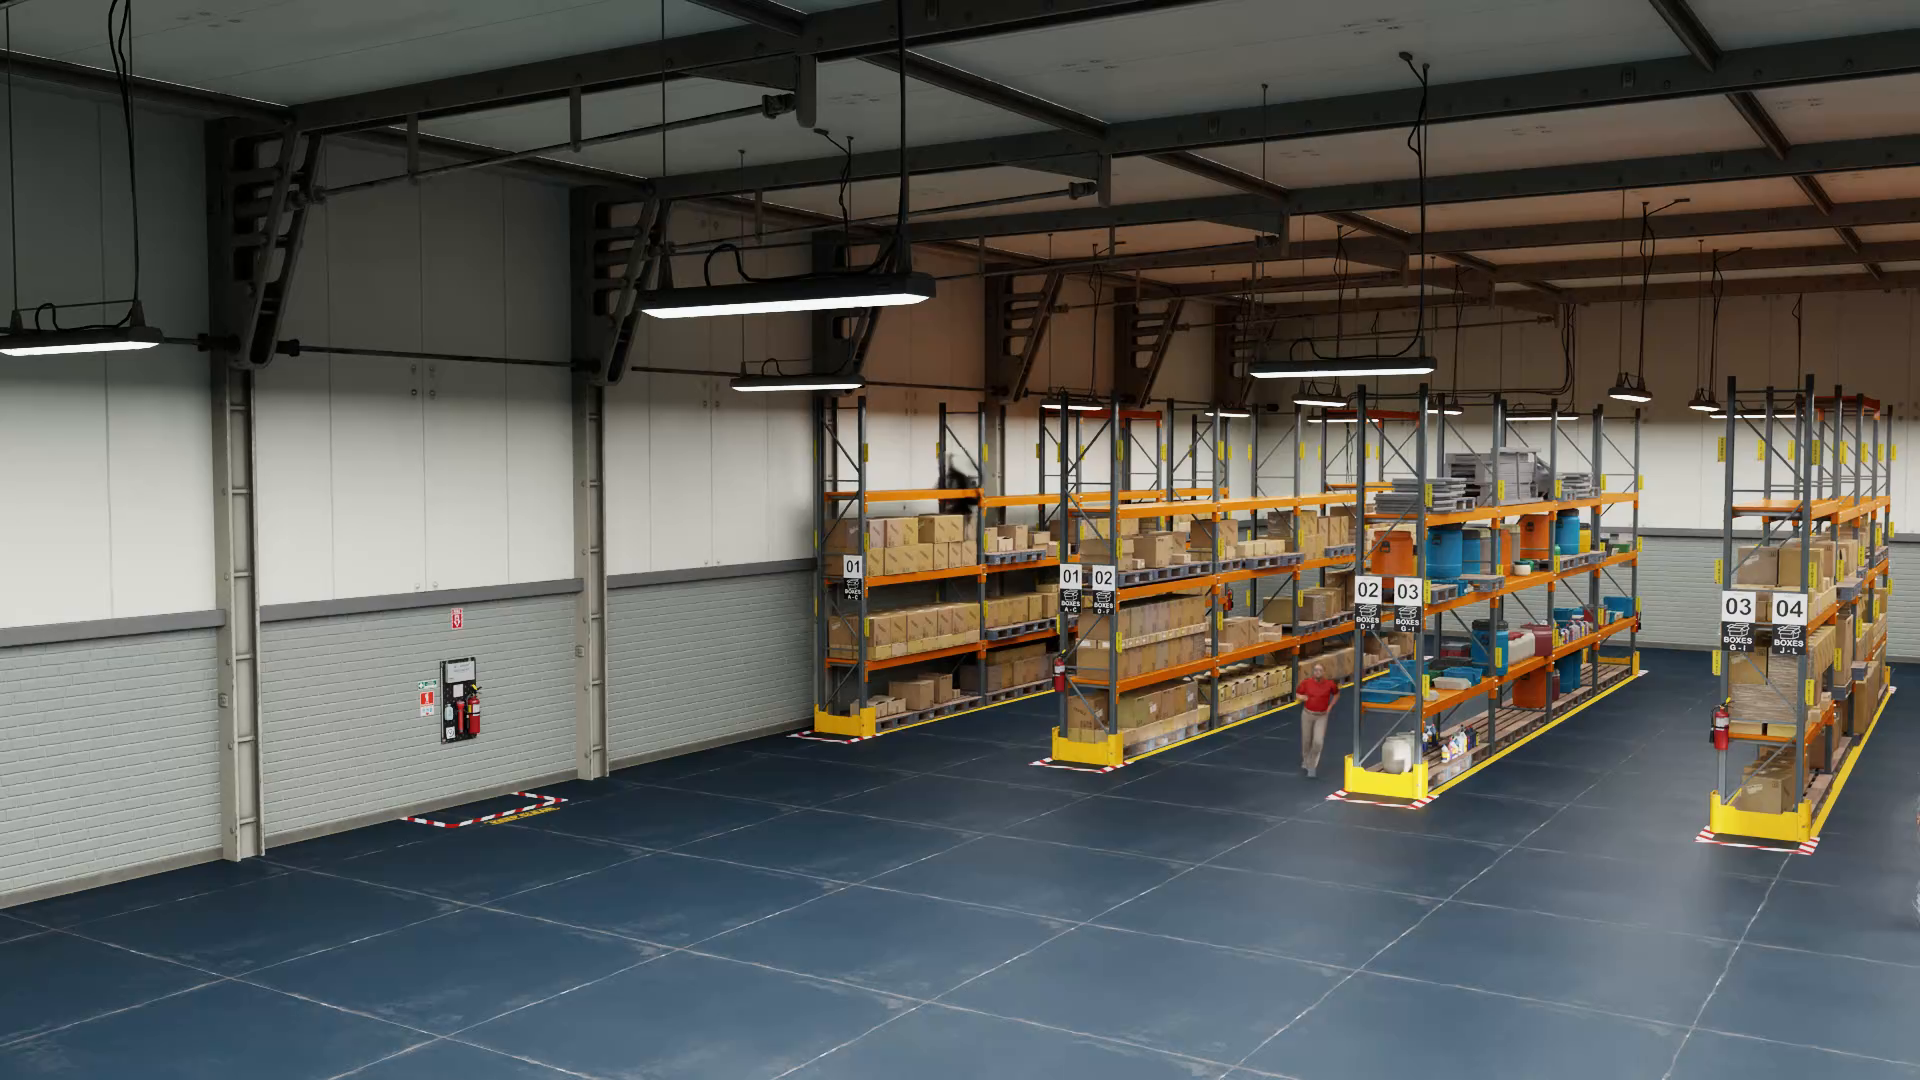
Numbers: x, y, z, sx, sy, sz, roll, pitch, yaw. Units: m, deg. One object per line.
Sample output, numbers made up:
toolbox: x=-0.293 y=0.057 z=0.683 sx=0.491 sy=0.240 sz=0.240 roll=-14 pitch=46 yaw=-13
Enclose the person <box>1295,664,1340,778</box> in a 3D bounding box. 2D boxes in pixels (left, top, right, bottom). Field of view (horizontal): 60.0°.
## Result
person: x=5.530 y=2.809 z=25.826 sx=0.646 sy=1.799 sz=0.768 roll=1 pitch=3 yaw=21
